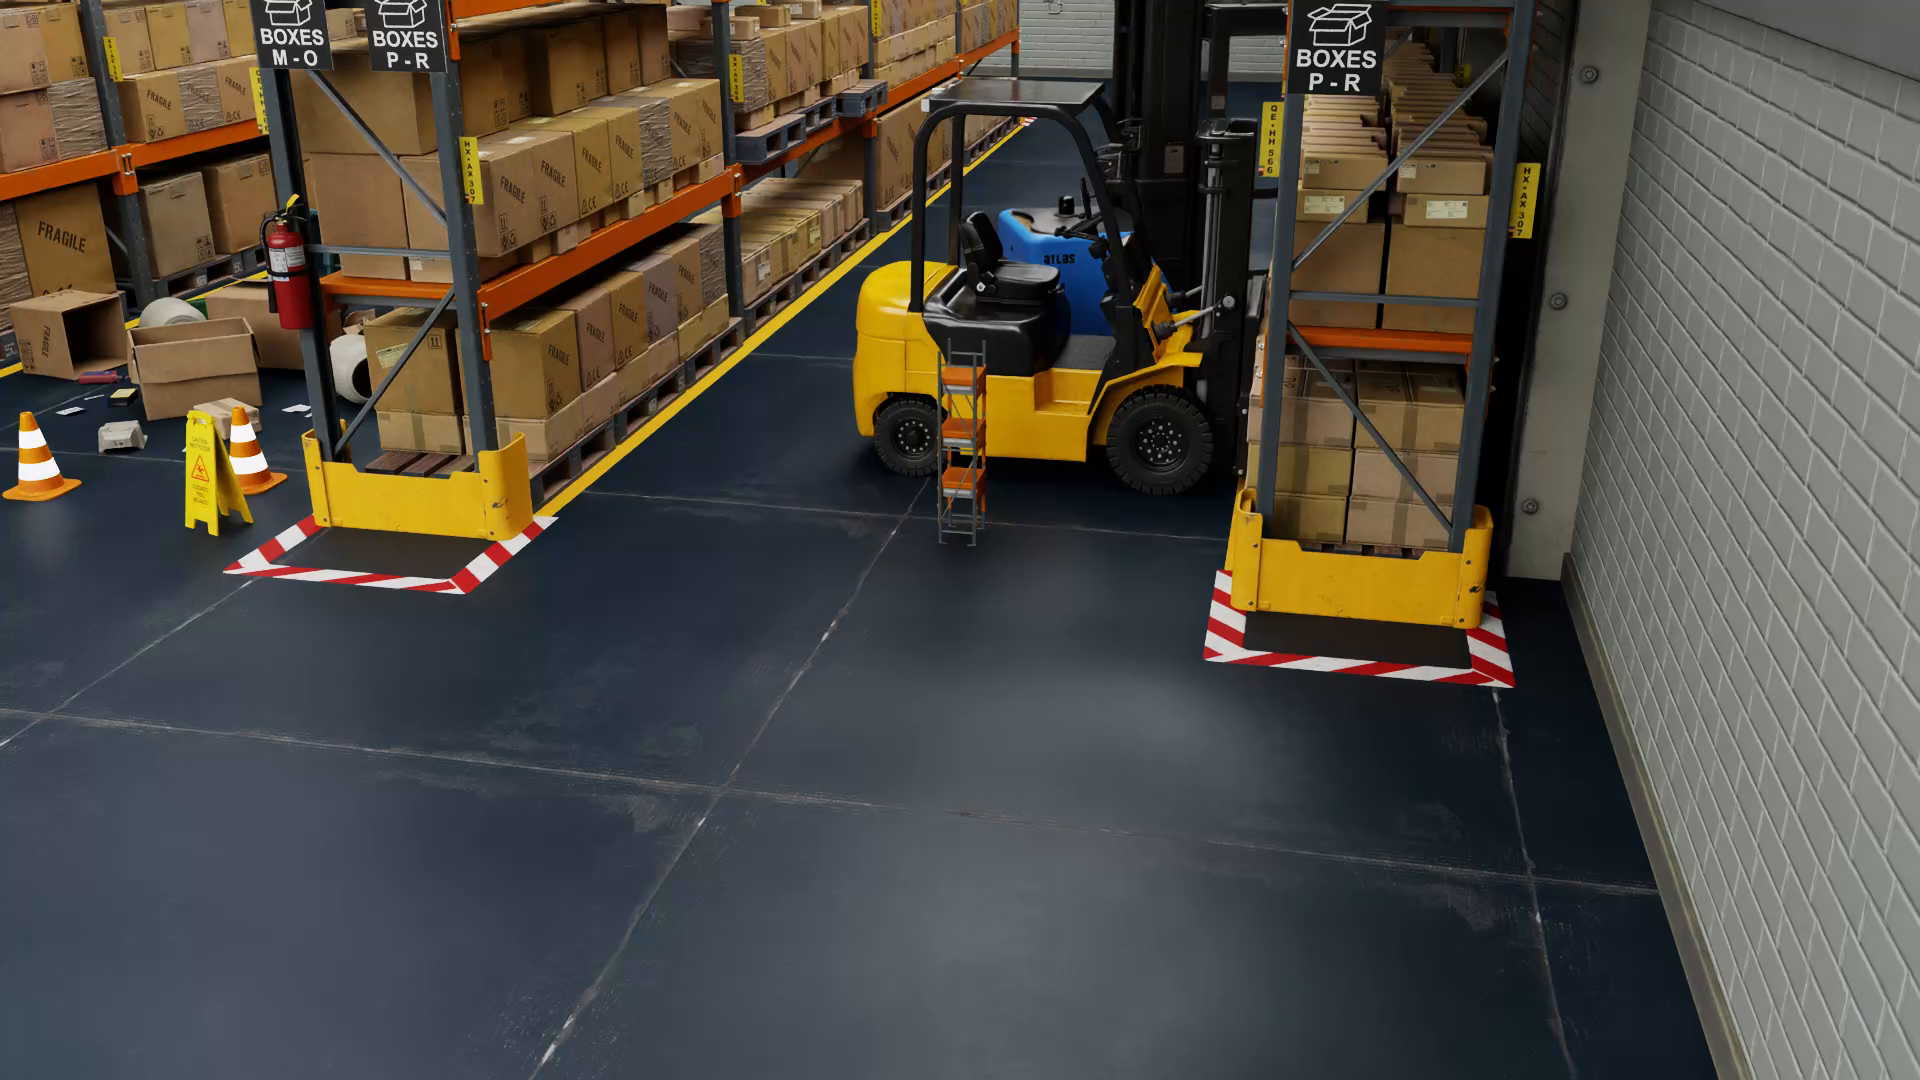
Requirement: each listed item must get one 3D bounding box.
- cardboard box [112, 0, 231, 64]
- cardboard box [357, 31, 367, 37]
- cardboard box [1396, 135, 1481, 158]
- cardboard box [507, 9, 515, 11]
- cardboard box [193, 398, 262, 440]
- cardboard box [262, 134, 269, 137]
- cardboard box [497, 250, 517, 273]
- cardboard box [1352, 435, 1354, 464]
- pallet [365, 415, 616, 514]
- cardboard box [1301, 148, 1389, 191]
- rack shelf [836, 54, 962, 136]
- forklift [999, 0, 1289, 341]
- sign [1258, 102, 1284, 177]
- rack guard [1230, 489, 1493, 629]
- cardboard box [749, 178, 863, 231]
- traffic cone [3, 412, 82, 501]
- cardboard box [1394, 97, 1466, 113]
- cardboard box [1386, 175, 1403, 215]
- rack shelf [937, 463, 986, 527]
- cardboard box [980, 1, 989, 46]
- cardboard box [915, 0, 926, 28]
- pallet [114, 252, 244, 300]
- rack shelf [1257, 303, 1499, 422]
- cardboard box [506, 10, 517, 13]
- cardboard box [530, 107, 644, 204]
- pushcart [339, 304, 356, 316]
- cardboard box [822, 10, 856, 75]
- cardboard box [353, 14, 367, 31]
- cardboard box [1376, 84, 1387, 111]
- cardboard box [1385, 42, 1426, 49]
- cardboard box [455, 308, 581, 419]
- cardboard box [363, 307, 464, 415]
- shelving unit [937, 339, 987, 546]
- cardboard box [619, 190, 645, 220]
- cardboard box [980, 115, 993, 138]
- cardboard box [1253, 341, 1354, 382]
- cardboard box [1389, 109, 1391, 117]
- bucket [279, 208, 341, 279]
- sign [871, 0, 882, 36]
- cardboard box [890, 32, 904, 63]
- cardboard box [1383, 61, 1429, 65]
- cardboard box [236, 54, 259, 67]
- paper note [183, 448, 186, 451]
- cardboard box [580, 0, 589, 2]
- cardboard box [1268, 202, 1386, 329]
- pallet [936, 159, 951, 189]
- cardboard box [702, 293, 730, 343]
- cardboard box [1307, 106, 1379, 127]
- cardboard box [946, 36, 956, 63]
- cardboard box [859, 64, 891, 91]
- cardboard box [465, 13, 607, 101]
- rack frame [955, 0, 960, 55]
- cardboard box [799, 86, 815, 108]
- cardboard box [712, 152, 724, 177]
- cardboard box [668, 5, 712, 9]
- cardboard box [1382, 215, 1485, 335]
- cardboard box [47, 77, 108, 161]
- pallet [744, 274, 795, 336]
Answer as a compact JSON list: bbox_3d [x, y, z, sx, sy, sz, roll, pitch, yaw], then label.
[{"bbox_3d":[-6.693,-4.330,14.118,0.700,0.500,0.500,5,22,11],"label":"cardboard box"},{"bbox_3d":[-5.884,-5.106,16.891,0.380,0.149,0.250,5,23,13],"label":"cardboard box"},{"bbox_3d":[2.319,-1.867,8.075,0.380,0.149,0.250,5,22,12],"label":"cardboard box"},{"bbox_3d":[-5.362,-6.191,19.187,0.380,0.149,0.250,4,22,9],"label":"cardboard box"},{"bbox_3d":[-4.655,-0.772,10.572,0.380,0.149,0.250,18,28,38],"label":"cardboard box"},{"bbox_3d":[-6.392,-3.663,16.384,1.050,0.750,0.750,4,22,10],"label":"cardboard box"},{"bbox_3d":[-2.636,-1.547,9.016,0.380,0.149,0.250,5,22,12],"label":"cardboard box"},{"bbox_3d":[2.305,-0.576,8.719,0.500,0.250,0.500,4,22,10],"label":"cardboard box"},{"bbox_3d":[-2.729,-0.490,9.789,1.003,0.211,1.213,4,22,11],"label":"pallet"},{"bbox_3d":[1.782,-1.717,7.701,0.380,0.149,0.250,5,22,11],"label":"cardboard box"},{"bbox_3d":[-0.905,-4.785,17.683,1.077,0.370,4.000,4,22,11],"label":"rack shelf"},{"bbox_3d":[1.829,-2.643,11.493,3.031,2.935,1.130,-4,22,-10],"label":"forklift"},{"bbox_3d":[1.386,-1.778,7.386,0.100,0.325,0.005,4,22,11],"label":"sign"},{"bbox_3d":[1.910,0.084,7.977,1.175,0.500,0.348,4,22,11],"label":"rack guard"},{"bbox_3d":[-1.438,-3.158,15.634,0.950,0.372,0.625,3,22,7],"label":"cardboard box"},{"bbox_3d":[-5.276,-0.501,9.478,0.336,0.463,0.334,4,22,11],"label":"traffic cone"},{"bbox_3d":[2.669,-2.427,9.465,0.380,0.149,0.250,4,22,10],"label":"cardboard box"},{"bbox_3d":[2.226,-1.631,7.887,0.380,0.149,0.250,4,22,11],"label":"cardboard box"},{"bbox_3d":[0.011,-0.239,8.814,0.215,0.259,0.240,4,22,11],"label":"rack shelf"},{"bbox_3d":[0.070,-6.414,20.629,0.500,0.500,0.500,5,22,11],"label":"cardboard box"},{"bbox_3d":[-0.654,-5.614,17.305,0.500,0.500,0.500,5,22,12],"label":"cardboard box"},{"bbox_3d":[-6.912,-2.259,14.181,1.003,0.211,1.213,4,22,11],"label":"pallet"},{"bbox_3d":[2.323,-1.482,9.482,1.077,0.370,4.000,4,22,11],"label":"rack shelf"},{"bbox_3d":[-5.357,-6.059,19.260,0.380,0.149,0.250,5,23,13],"label":"cardboard box"},{"bbox_3d":[-2.276,-2.361,10.168,0.500,0.500,0.500,4,22,10],"label":"cardboard box"},{"bbox_3d":[-4.371,-1.864,12.976,1.648,0.377,0.936,-3,22,-8],"label":"pushcart"},{"bbox_3d":[-1.228,-4.389,14.643,0.500,0.500,0.500,4,22,10],"label":"cardboard box"},{"bbox_3d":[-5.894,-5.238,16.822,0.380,0.149,0.250,4,22,11],"label":"cardboard box"},{"bbox_3d":[3.013,-3.007,11.303,0.380,0.149,0.250,4,22,10],"label":"cardboard box"},{"bbox_3d":[3.735,-4.119,14.064,0.380,0.149,0.250,5,22,12],"label":"cardboard box"},{"bbox_3d":[-2.506,-1.012,9.465,0.500,0.500,0.500,4,22,9],"label":"cardboard box"},{"bbox_3d":[-3.037,-1.042,9.540,0.500,0.500,0.500,5,22,11],"label":"cardboard box"},{"bbox_3d":[0.011,-0.507,8.706,0.215,1.050,0.252,4,22,11],"label":"shelving unit"},{"bbox_3d":[-2.199,-2.107,10.407,0.380,0.149,0.250,5,22,11],"label":"cardboard box"},{"bbox_3d":[-0.081,-5.406,21.128,0.875,0.438,0.875,4,22,9],"label":"cardboard box"},{"bbox_3d":[1.802,-0.847,8.722,0.500,0.250,0.500,5,22,12],"label":"cardboard box"},{"bbox_3d":[2.900,-2.663,10.450,0.380,0.149,0.250,4,22,9],"label":"cardboard box"},{"bbox_3d":[-4.766,-2.226,12.713,0.726,0.611,0.620,13,15,29],"label":"bucket"},{"bbox_3d":[-0.780,-4.850,15.437,0.100,0.325,0.005,4,22,11],"label":"sign"},{"bbox_3d":[-0.861,-4.905,16.550,0.500,0.250,0.500,5,22,12],"label":"cardboard box"},{"bbox_3d":[3.370,-3.561,12.678,0.380,0.149,0.250,5,22,11],"label":"cardboard box"},{"bbox_3d":[-6.314,-4.036,14.726,0.500,0.500,0.500,5,22,12],"label":"cardboard box"},{"bbox_3d":[-4.701,-0.582,10.258,0.148,0.019,0.142,-3,22,-8],"label":"paper note"},{"bbox_3d":[-4.921,-6.719,20.988,0.500,0.500,0.500,4,22,11],"label":"cardboard box"},{"bbox_3d":[1.758,-1.331,8.010,0.500,0.500,0.500,4,22,10],"label":"cardboard box"},{"bbox_3d":[-0.580,-4.269,19.171,1.003,0.211,1.213,4,22,11],"label":"pallet"},{"bbox_3d":[-1.986,-1.607,11.948,0.500,0.250,0.500,5,23,13],"label":"cardboard box"},{"bbox_3d":[2.089,-2.278,9.095,0.380,0.149,0.250,5,22,12],"label":"cardboard box"},{"bbox_3d":[-0.341,-5.598,18.938,0.500,0.250,0.500,4,22,10],"label":"cardboard box"},{"bbox_3d":[-0.967,-4.478,16.157,0.500,0.250,0.500,4,22,10],"label":"cardboard box"},{"bbox_3d":[-2.686,-3.062,10.570,0.700,0.500,0.500,4,22,10],"label":"cardboard box"},{"bbox_3d":[-0.497,-5.850,19.365,1.000,3.000,0.127,4,22,11],"label":"rack frame"},{"bbox_3d":[-1.414,-3.655,13.689,0.380,0.149,0.250,5,23,13],"label":"cardboard box"},{"bbox_3d":[-1.896,-2.667,11.798,0.380,0.149,0.250,4,22,10],"label":"cardboard box"},{"bbox_3d":[-2.095,-4.146,13.170,0.380,0.149,0.250,4,22,9],"label":"cardboard box"},{"bbox_3d":[2.288,-1.291,7.910,0.500,0.500,0.500,5,23,13],"label":"cardboard box"},{"bbox_3d":[-7.059,-3.199,12.580,0.875,0.550,0.550,4,22,11],"label":"cardboard box"},{"bbox_3d":[-1.972,-1.916,13.328,1.003,0.211,1.213,4,22,11],"label":"pallet"}]
